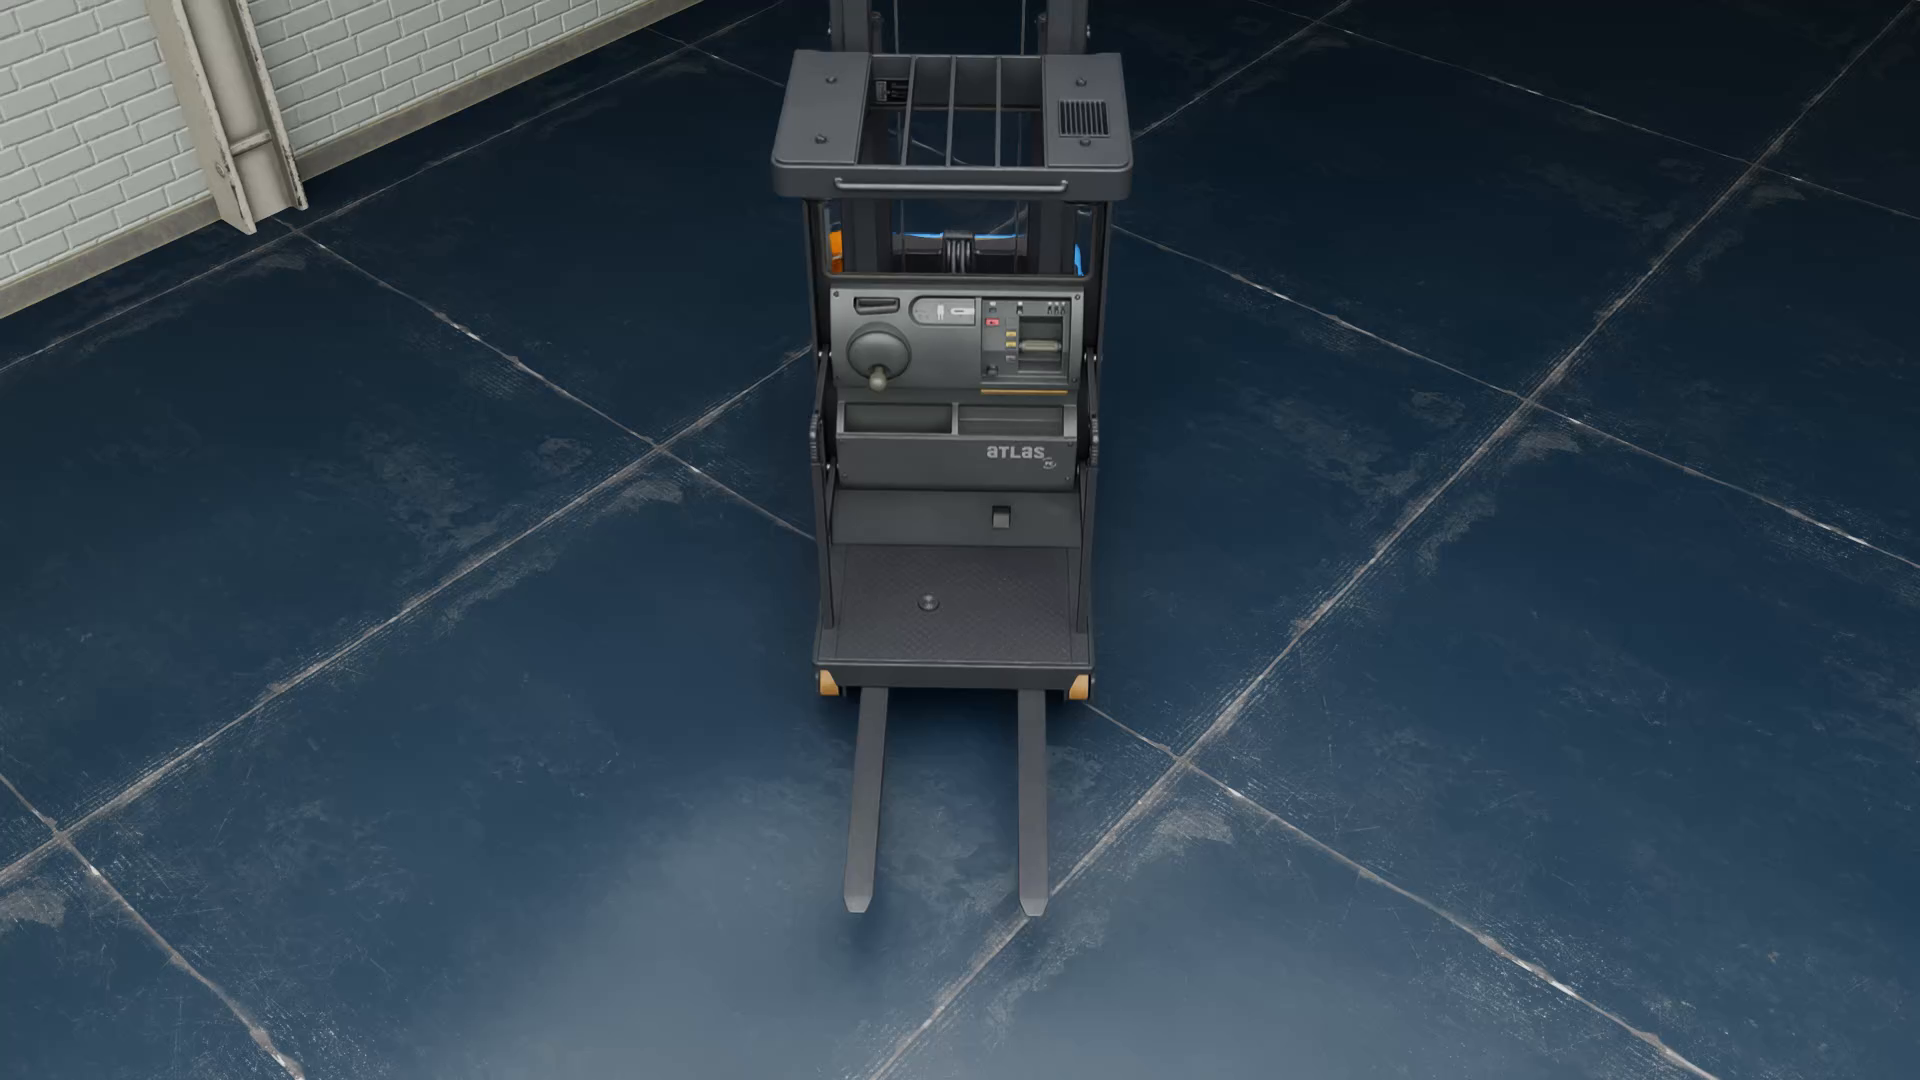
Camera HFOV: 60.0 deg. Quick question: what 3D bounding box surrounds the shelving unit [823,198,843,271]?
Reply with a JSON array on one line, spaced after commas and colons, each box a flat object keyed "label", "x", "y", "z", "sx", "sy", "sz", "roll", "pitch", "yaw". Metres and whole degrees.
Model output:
[{"label": "shelving unit", "x": -0.513, "y": -1.093, "z": 7.742, "sx": 0.258, "sy": 1.200, "sz": 0.189, "roll": -16, "pitch": 45, "yaw": -17}]

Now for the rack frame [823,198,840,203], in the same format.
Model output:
[{"label": "rack frame", "x": -0.549, "y": -1.150, "z": 7.804, "sx": 0.240, "sy": 1.200, "sz": 0.006, "roll": -16, "pitch": 45, "yaw": -17}]

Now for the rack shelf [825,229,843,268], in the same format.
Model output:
[{"label": "rack shelf", "x": -0.512, "y": -1.326, "z": 7.529, "sx": 0.258, "sy": 0.103, "sz": 0.180, "roll": -16, "pitch": 45, "yaw": -17}]

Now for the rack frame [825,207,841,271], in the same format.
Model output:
[{"label": "rack frame", "x": -0.477, "y": -1.036, "z": 7.680, "sx": 0.240, "sy": 1.200, "sz": 0.006, "roll": -16, "pitch": 45, "yaw": -17}]

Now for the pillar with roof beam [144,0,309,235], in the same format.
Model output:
[{"label": "pillar with roof beam", "x": -0.678, "y": -3.340, "z": 4.417, "sx": 9.100, "sy": 9.000, "sz": 0.400, "roll": 29, "pitch": 50, "yaw": 28}]

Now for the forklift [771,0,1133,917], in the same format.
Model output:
[{"label": "forklift", "x": -0.015, "y": -0.657, "z": 5.976, "sx": 1.130, "sy": 2.935, "sz": 3.031, "roll": 1, "pitch": 42, "yaw": 1}]

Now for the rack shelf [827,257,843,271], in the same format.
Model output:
[{"label": "rack shelf", "x": -0.513, "y": -1.237, "z": 7.610, "sx": 0.258, "sy": 0.103, "sz": 0.180, "roll": -16, "pitch": 45, "yaw": -17}]
